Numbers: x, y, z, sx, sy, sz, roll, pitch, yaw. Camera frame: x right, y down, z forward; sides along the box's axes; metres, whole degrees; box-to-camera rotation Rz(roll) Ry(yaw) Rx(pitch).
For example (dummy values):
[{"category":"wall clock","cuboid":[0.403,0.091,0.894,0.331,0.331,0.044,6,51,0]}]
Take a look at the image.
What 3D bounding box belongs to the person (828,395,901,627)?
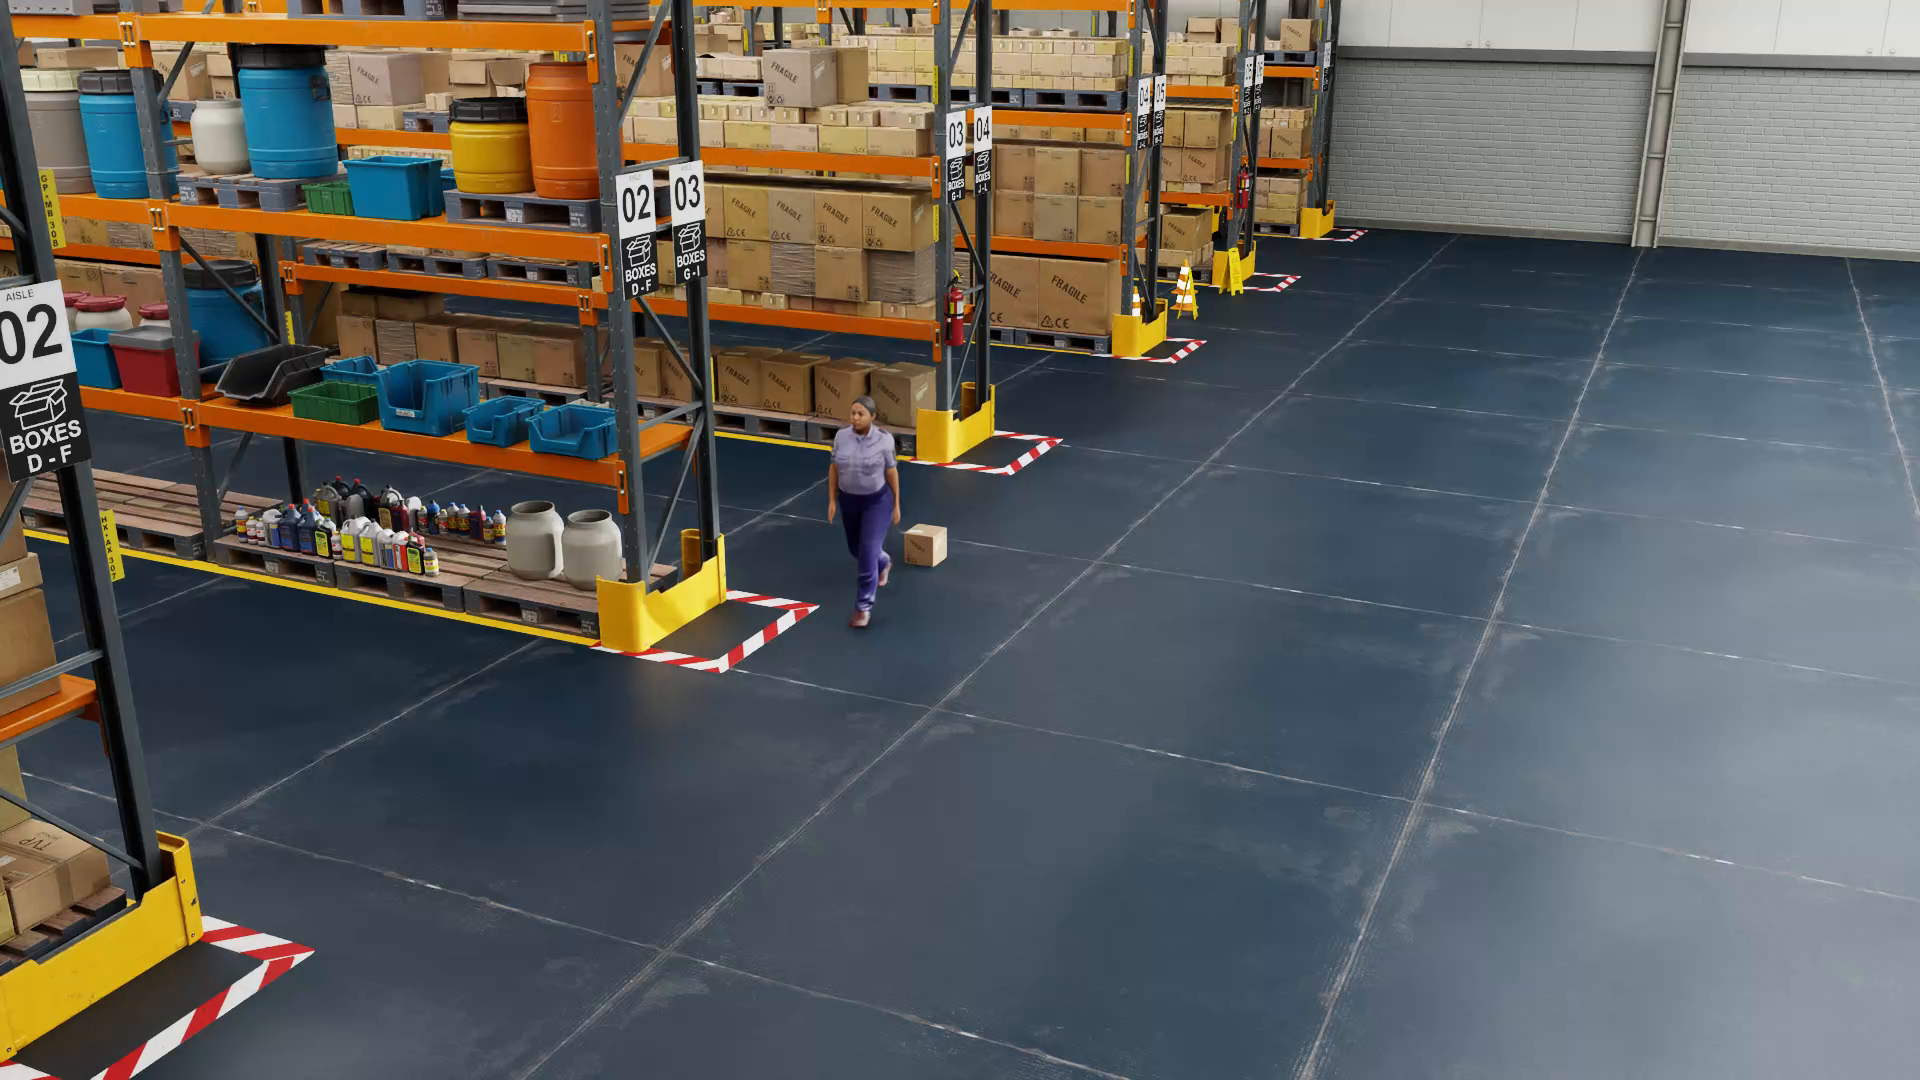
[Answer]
[{"category":"person","cuboid":[-0.673,-0.270,11.884,0.489,1.589,0.957,7,20,20]}]
